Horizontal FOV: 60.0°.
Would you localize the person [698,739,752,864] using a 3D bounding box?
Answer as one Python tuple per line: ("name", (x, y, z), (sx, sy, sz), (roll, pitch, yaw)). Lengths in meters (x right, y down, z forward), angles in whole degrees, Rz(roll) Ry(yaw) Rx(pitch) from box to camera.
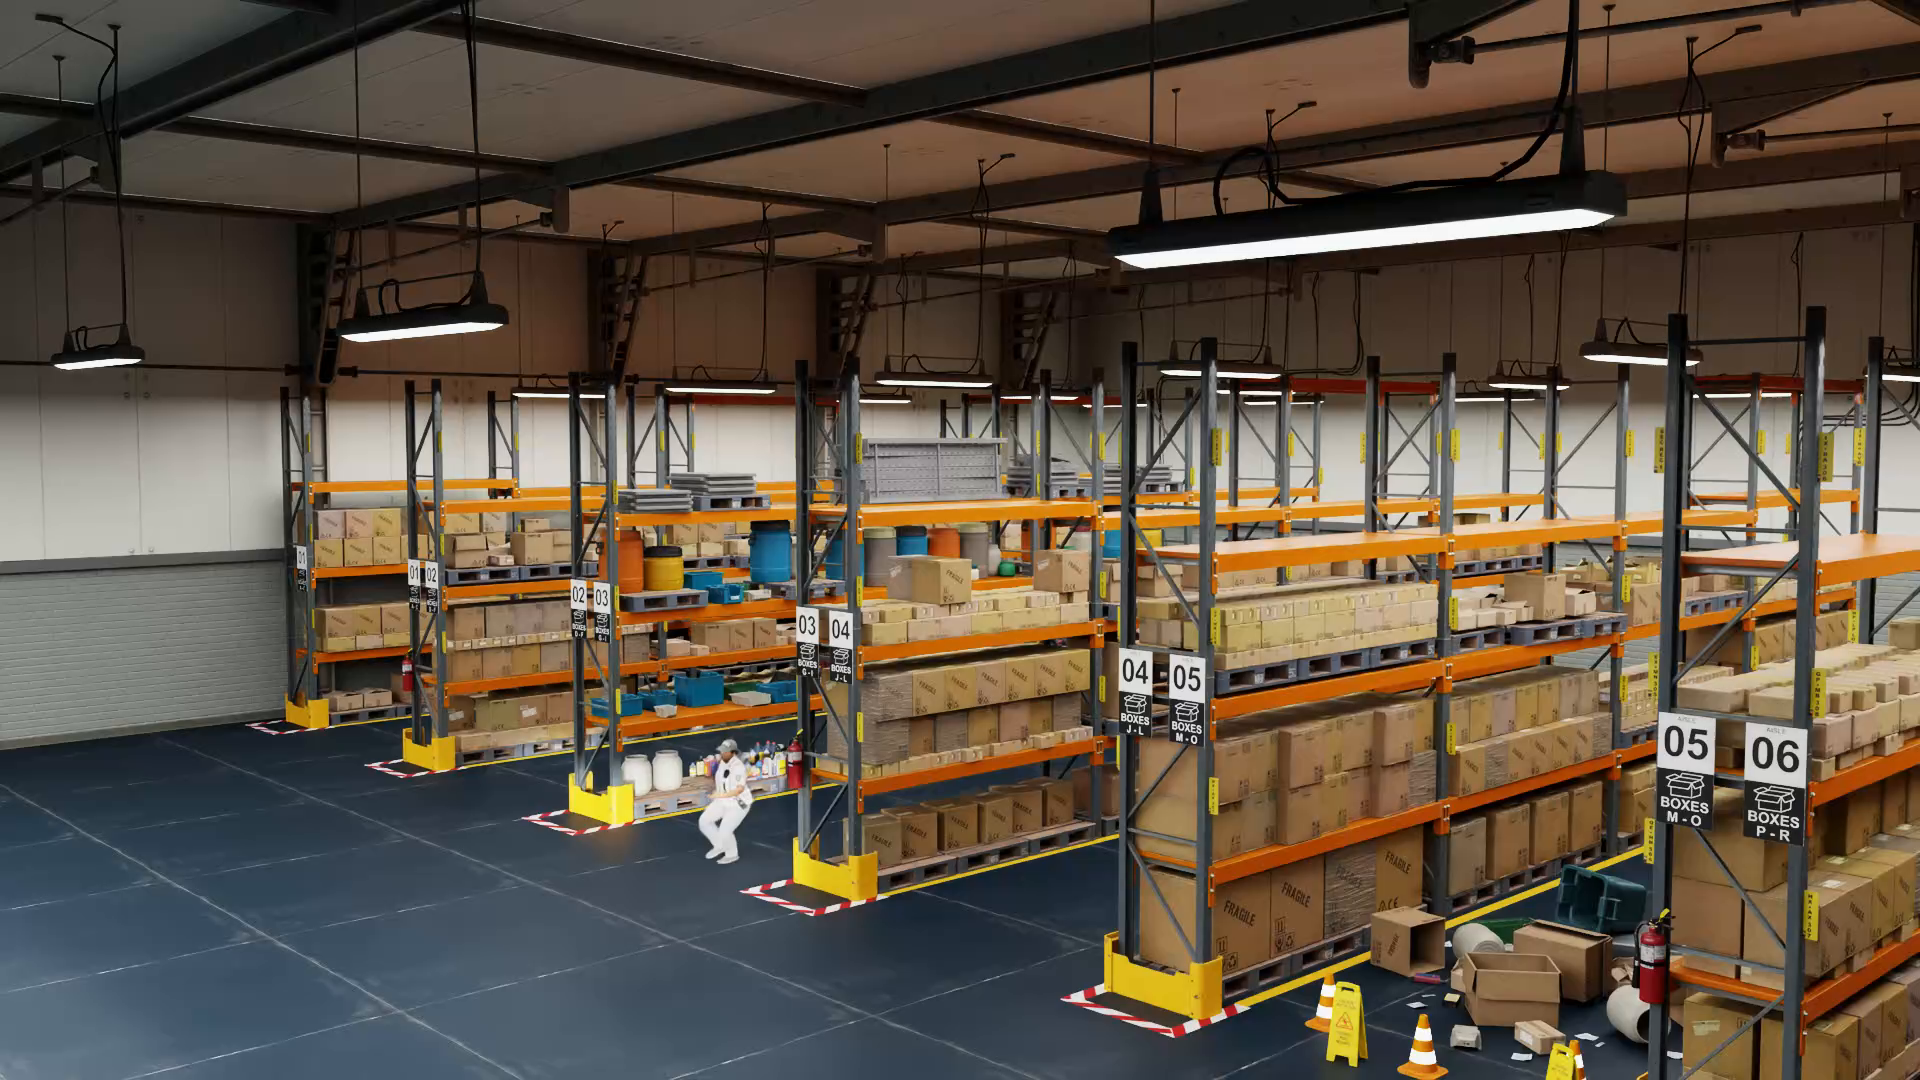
("person", (-2.811, 3.128, 19.791), (0.789, 1.559, 0.642), (4, 5, 44))
